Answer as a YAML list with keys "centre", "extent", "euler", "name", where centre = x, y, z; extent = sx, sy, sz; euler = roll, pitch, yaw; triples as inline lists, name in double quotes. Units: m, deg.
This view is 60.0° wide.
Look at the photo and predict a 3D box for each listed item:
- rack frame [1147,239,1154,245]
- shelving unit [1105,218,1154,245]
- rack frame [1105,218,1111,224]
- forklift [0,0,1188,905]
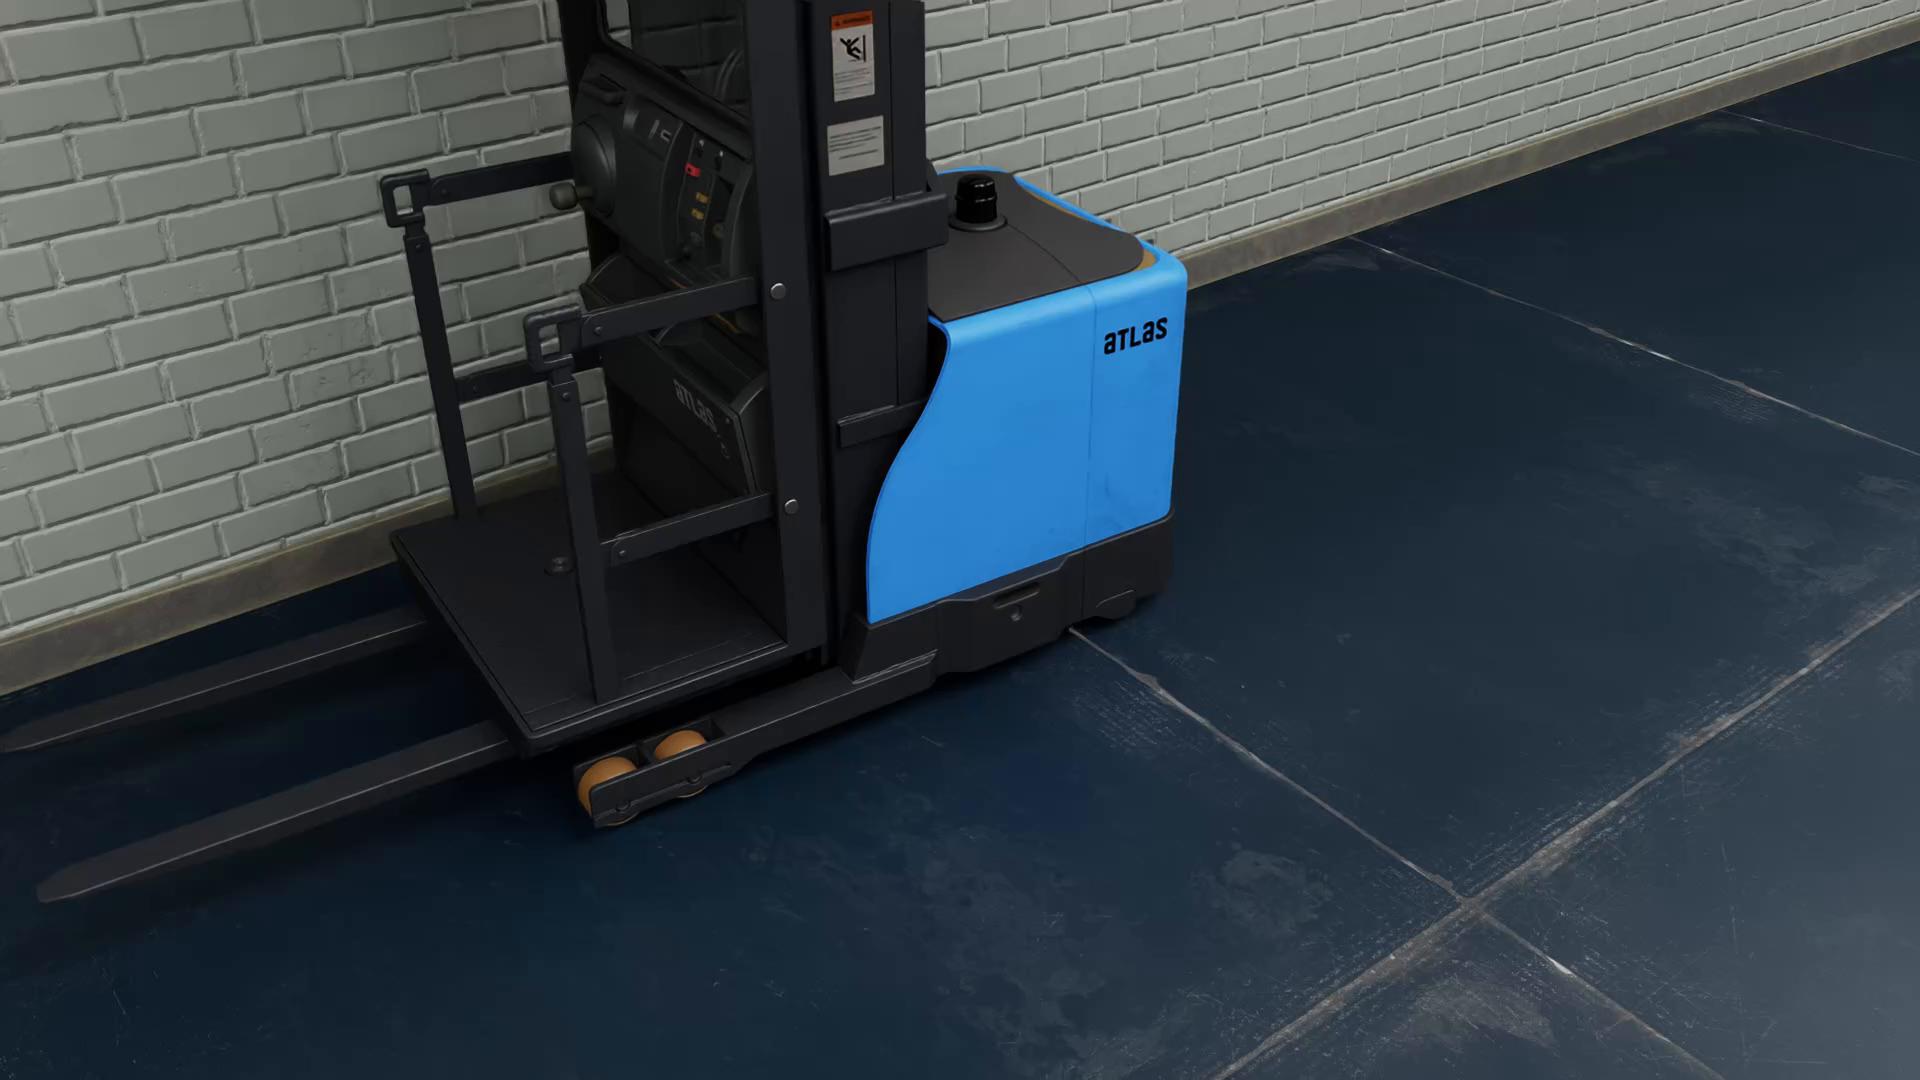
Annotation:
- centre: [0.483, -0.488, 5.183]
  extent: [0.240, 0.900, 0.006]
  euler: [-20, 37, -29]
  name: "rack frame"
- centre: [0.425, -0.533, 5.254]
  extent: [0.258, 0.900, 0.210]
  euler: [-20, 37, -29]
  name: "shelving unit"
- centre: [0.368, -0.577, 5.326]
  extent: [0.240, 0.900, 0.006]
  euler: [-20, 37, -29]
  name: "rack frame"
- centre: [-0.891, -0.858, 3.854]
  extent: [3.031, 2.935, 1.130]
  euler: [-19, 37, -28]
  name: "forklift"
